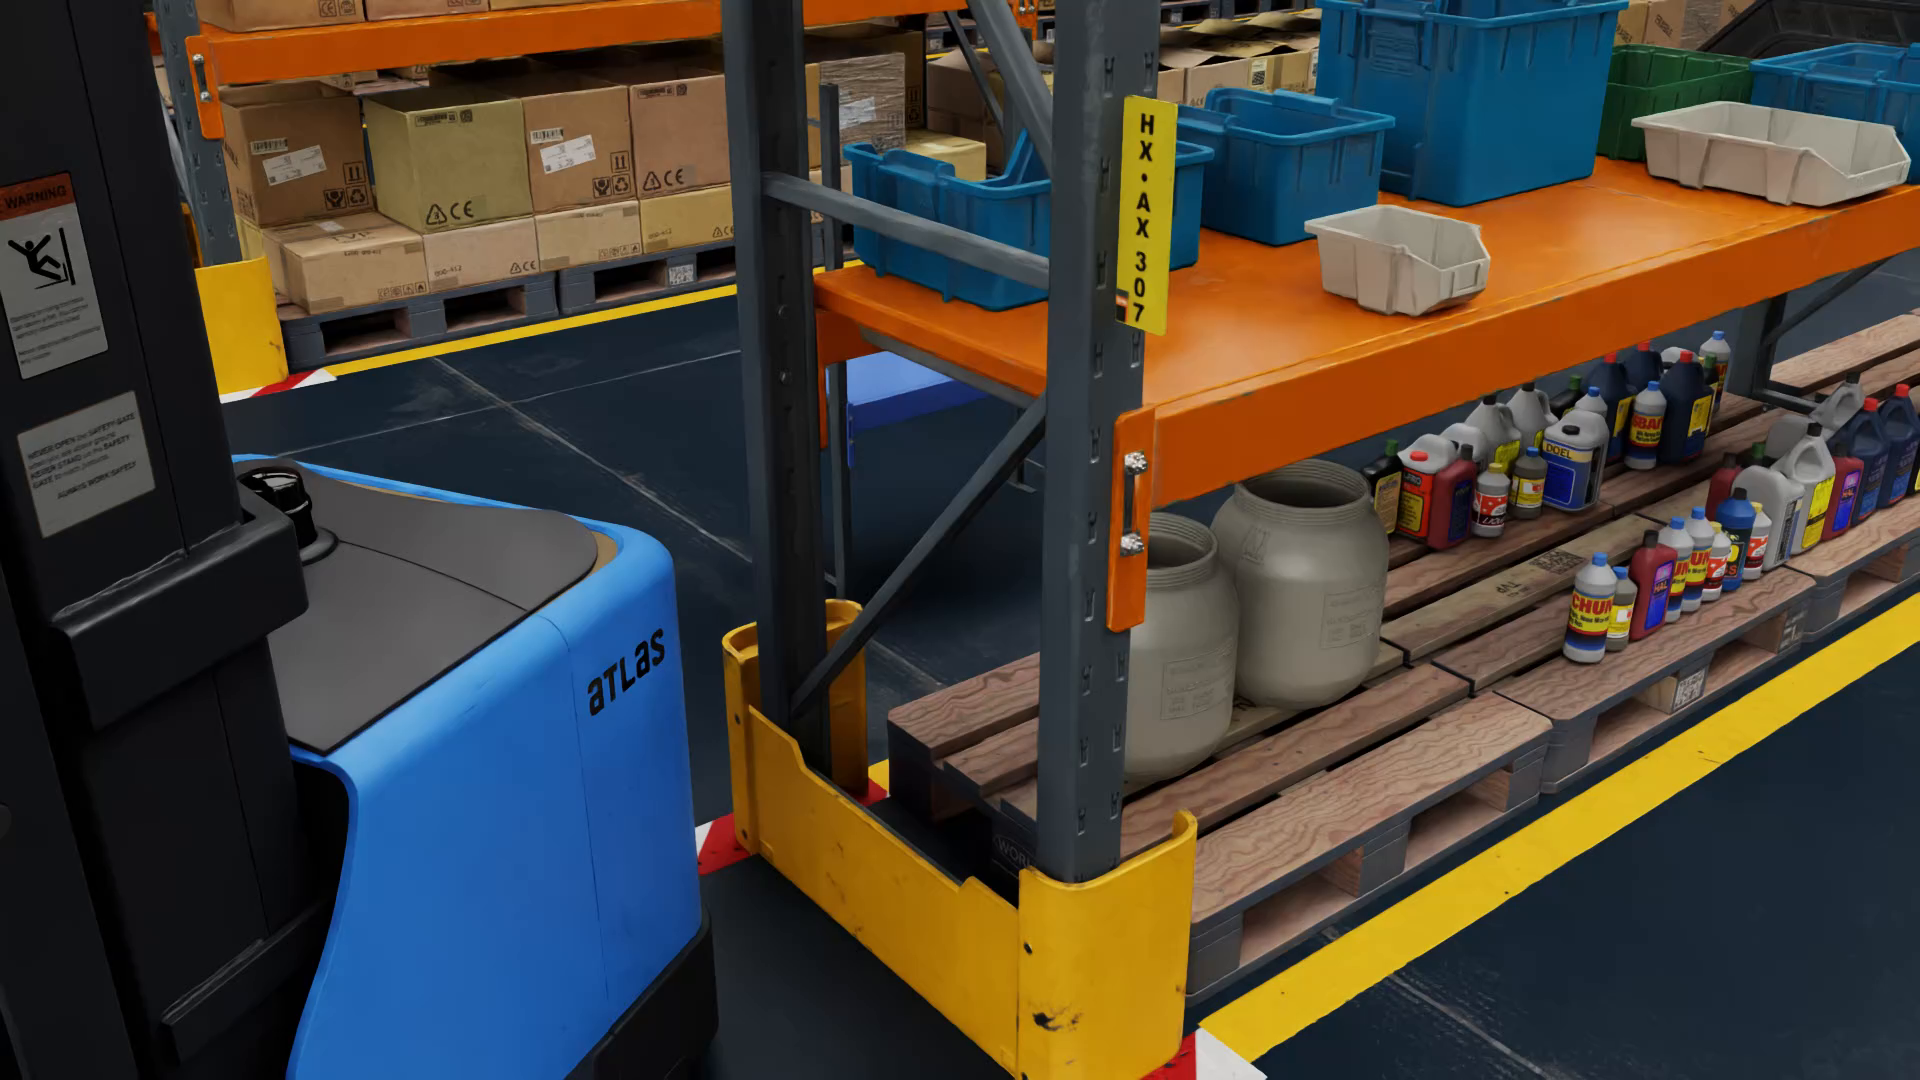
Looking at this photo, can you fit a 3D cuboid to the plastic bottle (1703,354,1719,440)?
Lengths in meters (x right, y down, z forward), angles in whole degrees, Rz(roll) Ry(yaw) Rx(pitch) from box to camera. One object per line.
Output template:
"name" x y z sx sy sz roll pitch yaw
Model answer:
"plastic bottle" 2.379 -0.452 5.366 0.133 0.283 0.061 -18 31 -34

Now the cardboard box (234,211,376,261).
"cardboard box" -2.890 -1.334 7.328 0.500 0.250 0.500 -18 31 -34

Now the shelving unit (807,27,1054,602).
"shelving unit" -0.067 -0.658 4.887 1.048 1.500 0.538 -18 31 -34

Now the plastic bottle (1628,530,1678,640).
"plastic bottle" 1.733 0.100 4.174 0.133 0.283 0.061 -18 30 -33

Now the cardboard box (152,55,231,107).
"cardboard box" -5.140 -3.071 10.976 0.500 0.311 0.500 -15 29 -30

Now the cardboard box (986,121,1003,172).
"cardboard box" 0.489 -2.159 9.105 0.500 0.250 0.500 -19 31 -35

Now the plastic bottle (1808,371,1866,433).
"plastic bottle" 2.654 -0.334 5.030 0.185 0.351 0.144 -18 31 -34

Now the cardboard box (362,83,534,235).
"cardboard box" -2.178 -1.633 7.082 0.500 0.500 0.500 -18 31 -34

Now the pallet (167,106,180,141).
"pallet" -5.468 -2.748 10.920 1.213 0.211 1.003 -18 31 -34

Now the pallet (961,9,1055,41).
"pallet" 0.773 -4.787 15.313 1.213 0.211 1.003 -18 31 -34

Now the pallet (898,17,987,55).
"pallet" -0.510 -4.404 14.489 1.213 0.211 1.003 -18 31 -34

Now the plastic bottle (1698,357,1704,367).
"plastic bottle" 2.471 -0.517 5.602 0.097 0.201 0.097 0 25 0

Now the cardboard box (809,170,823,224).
"cardboard box" -0.996 -1.682 8.078 0.500 0.250 0.500 -18 31 -34

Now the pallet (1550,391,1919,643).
"pallet" 2.518 -0.125 5.269 1.213 0.211 1.003 -18 31 -34

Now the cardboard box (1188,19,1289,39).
"cardboard box" 1.762 -3.120 10.510 0.500 0.311 0.500 -19 31 -35

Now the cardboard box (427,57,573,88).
"cardboard box" -2.113 -1.939 7.742 0.500 0.500 0.500 -18 31 -34

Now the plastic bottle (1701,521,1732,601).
"plastic bottle" 1.970 0.050 4.381 0.097 0.201 0.097 0 25 0

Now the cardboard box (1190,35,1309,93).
"cardboard box" 1.706 -2.815 9.853 0.500 0.311 0.500 -17 30 -33

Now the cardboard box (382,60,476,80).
"cardboard box" -3.833 -3.615 11.924 0.500 0.500 0.500 -21 32 -38

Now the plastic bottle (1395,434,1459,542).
"plastic bottle" 1.314 -0.154 4.732 0.135 0.276 0.152 -18 30 -34

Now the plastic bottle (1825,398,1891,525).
"plastic bottle" 2.592 -0.236 4.819 0.185 0.351 0.144 -20 32 -37

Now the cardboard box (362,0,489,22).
"cardboard box" -2.344 -2.454 6.855 0.500 0.500 0.700 -17 30 -33

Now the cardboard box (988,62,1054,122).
"cardboard box" 0.497 -2.415 8.992 0.500 0.311 0.500 -18 30 -34

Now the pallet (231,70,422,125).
"pallet" -4.509 -3.063 11.599 1.213 0.211 1.003 -18 31 -34

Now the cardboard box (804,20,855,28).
"cardboard box" -1.279 -4.499 13.828 0.500 0.500 0.700 -18 31 -34

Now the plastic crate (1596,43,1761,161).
"plastic crate" 1.829 -1.195 4.514 0.662 0.188 0.450 -18 31 -34

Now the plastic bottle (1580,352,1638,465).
"plastic bottle" 2.032 -0.427 5.232 0.185 0.351 0.144 -20 31 -36

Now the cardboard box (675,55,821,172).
"cardboard box" -1.004 -2.026 7.929 0.500 0.500 0.500 -18 31 -34

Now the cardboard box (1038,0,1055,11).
"cardboard box" 0.766 -5.235 15.021 0.750 0.750 0.750 -19 31 -35

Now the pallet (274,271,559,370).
"pallet" -2.553 -1.101 7.372 1.213 0.211 1.003 -18 31 -34

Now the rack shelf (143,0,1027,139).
"rack shelf" -1.556 -2.347 7.598 4.000 0.370 1.077 -18 31 -34

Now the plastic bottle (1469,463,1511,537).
"plastic bottle" 1.515 -0.120 4.747 0.097 0.201 0.097 0 25 0

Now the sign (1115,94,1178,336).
"sign" 0.260 -0.454 2.336 0.005 0.325 0.100 -18 31 -34

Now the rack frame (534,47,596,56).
"rack frame" -3.041 -4.833 12.100 0.127 3.000 1.000 -18 31 -34

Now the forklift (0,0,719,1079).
"forklift" -1.507 0.119 1.512 1.130 2.935 3.031 10 27 21

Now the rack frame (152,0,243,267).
"rack frame" -3.129 -2.153 6.327 0.127 3.000 1.000 -18 31 -34

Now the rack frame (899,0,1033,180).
"rack frame" 0.018 -3.193 8.566 0.127 3.000 1.000 -18 31 -34

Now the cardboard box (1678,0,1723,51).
"cardboard box" 5.313 -3.858 12.445 0.500 0.500 0.500 -18 30 -33

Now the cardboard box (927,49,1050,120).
"cardboard box" 0.160 -2.590 9.370 0.500 0.311 0.500 -18 31 -34

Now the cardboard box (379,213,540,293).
"cardboard box" -2.179 -1.293 7.241 0.500 0.250 0.500 -18 31 -34

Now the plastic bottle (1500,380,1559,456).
"plastic bottle" 1.698 -0.317 4.994 0.185 0.351 0.144 -19 31 -34

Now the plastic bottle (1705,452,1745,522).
"plastic bottle" 2.141 -0.116 4.640 0.133 0.283 0.061 -18 31 -34

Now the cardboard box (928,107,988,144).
"cardboard box" 0.166 -2.340 9.495 0.500 0.250 0.500 -19 31 -35

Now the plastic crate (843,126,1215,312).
"plastic crate" 0.133 -0.673 3.314 0.616 0.251 0.499 -18 31 -34

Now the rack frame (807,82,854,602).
"rack frame" -0.467 -0.526 4.602 0.032 1.500 0.500 -18 31 -34

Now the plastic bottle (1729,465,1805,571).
"plastic bottle" 2.207 -0.077 4.566 0.135 0.276 0.152 -18 30 -33

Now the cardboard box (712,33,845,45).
"cardboard box" -0.928 -2.327 8.577 0.500 0.500 0.500 -18 31 -34

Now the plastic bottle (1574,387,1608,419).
"plastic bottle" 1.939 -0.341 5.140 0.097 0.271 0.097 0 25 0

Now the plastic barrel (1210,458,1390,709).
"plastic barrel" 0.789 0.100 3.928 0.421 0.512 0.421 0 25 0
